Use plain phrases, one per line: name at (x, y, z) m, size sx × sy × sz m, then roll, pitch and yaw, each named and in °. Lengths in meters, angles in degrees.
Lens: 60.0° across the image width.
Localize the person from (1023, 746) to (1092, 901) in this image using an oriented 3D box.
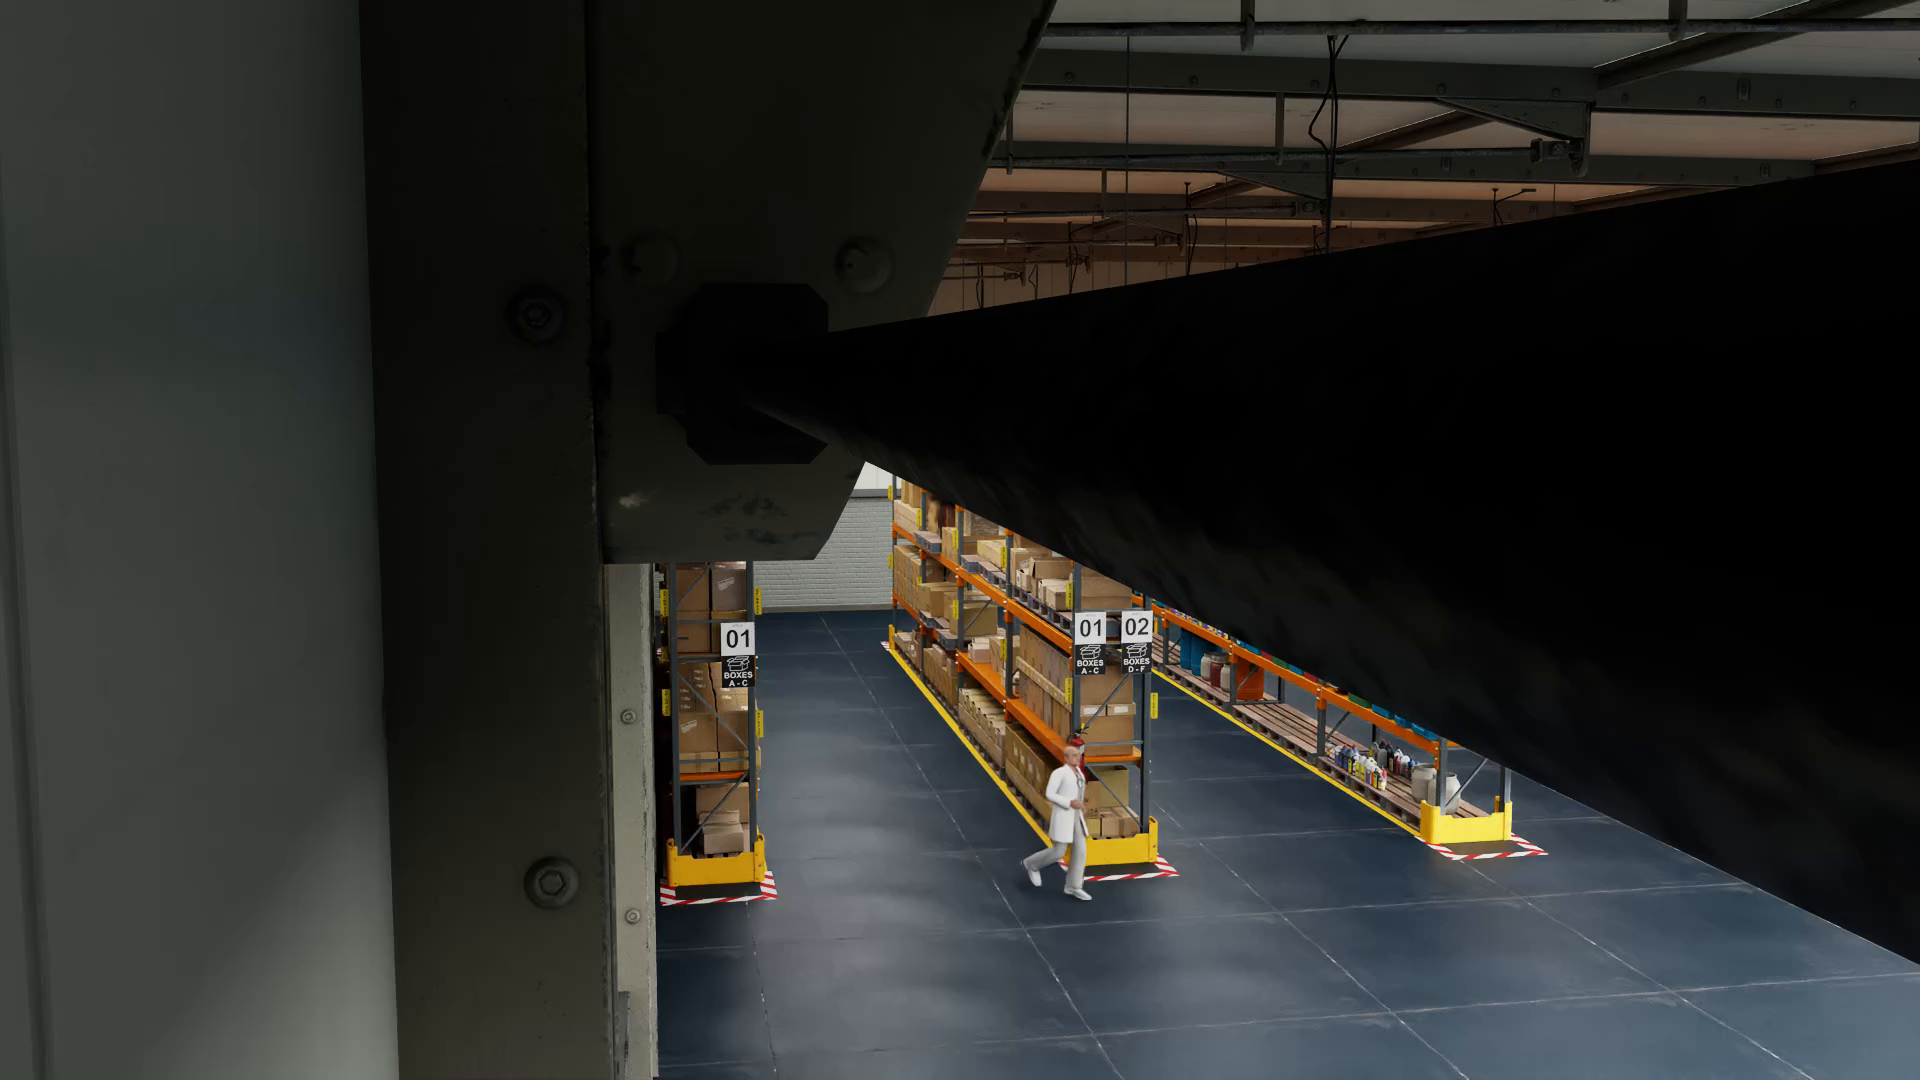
person at (1.247, 3.325, 19.801) m, size 0.934 × 1.776 × 0.720 m, roll 5°, pitch 8°, yaw 41°
